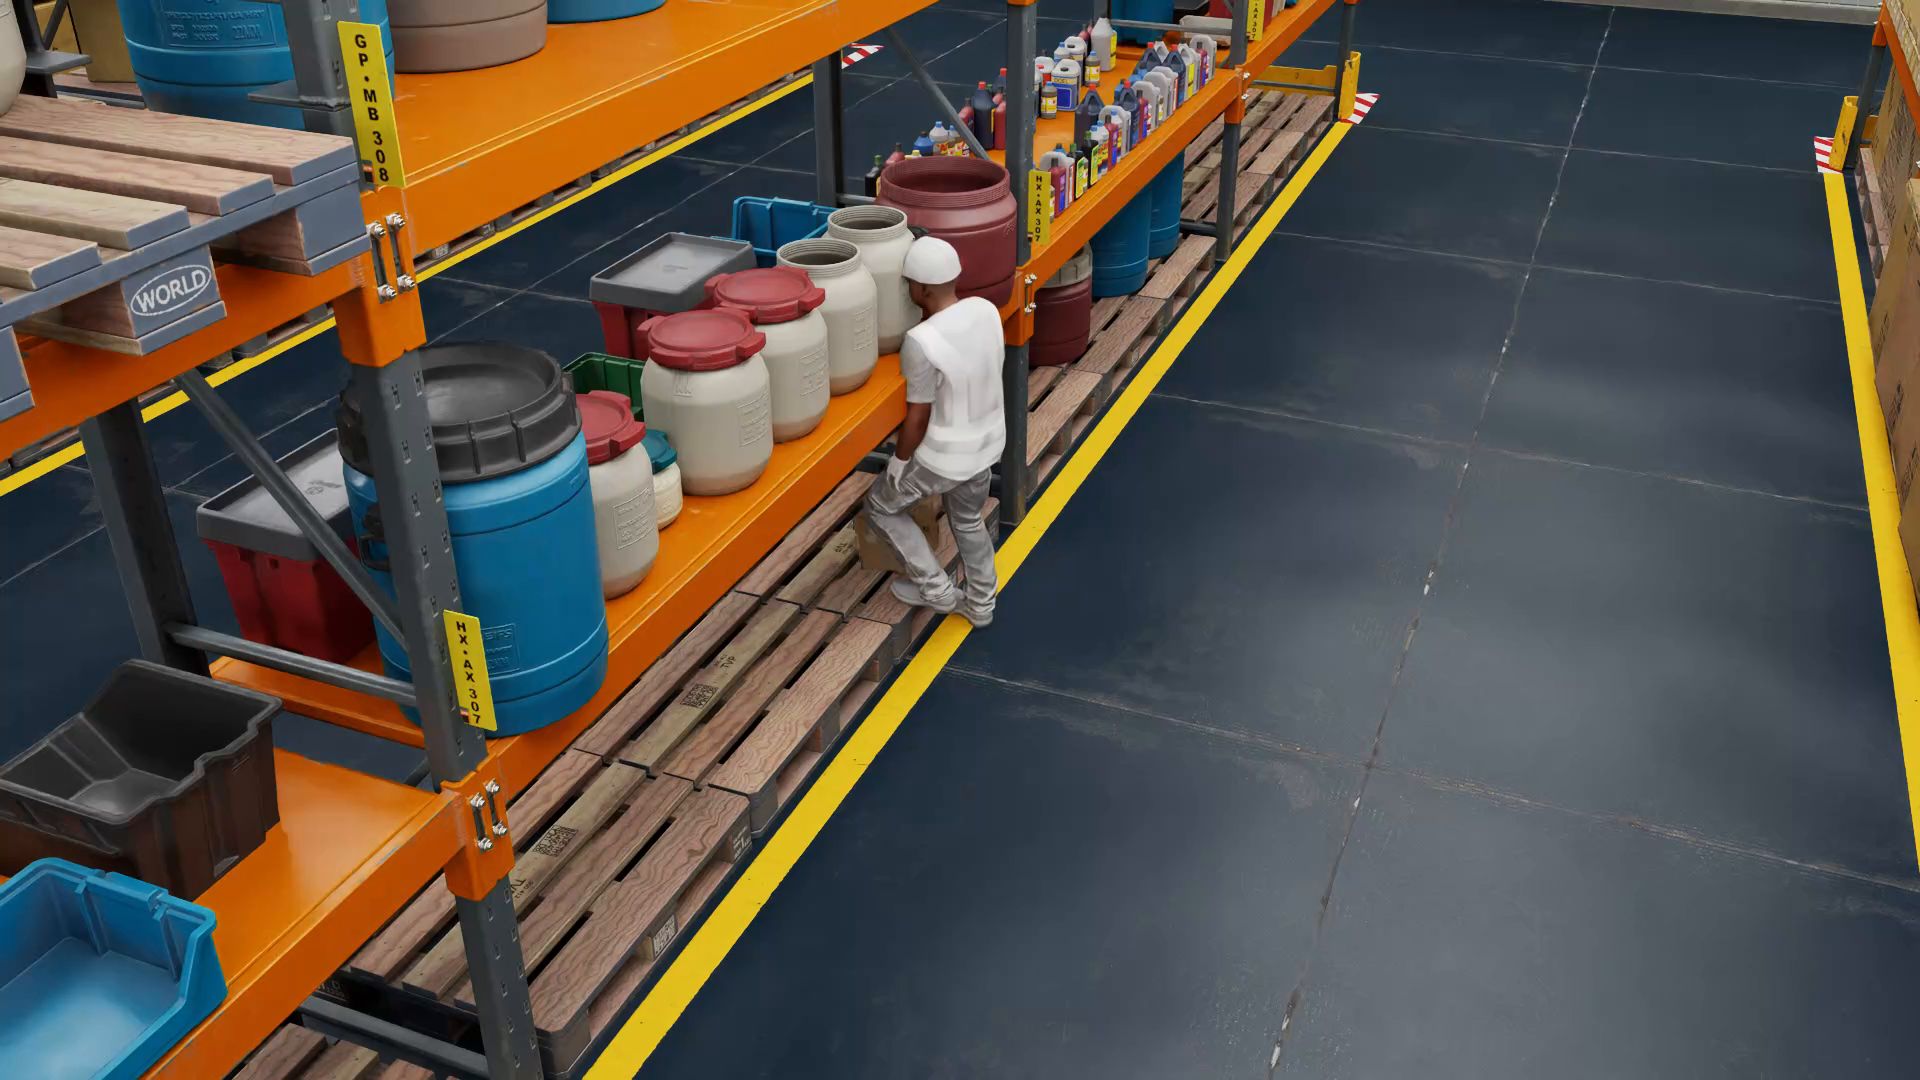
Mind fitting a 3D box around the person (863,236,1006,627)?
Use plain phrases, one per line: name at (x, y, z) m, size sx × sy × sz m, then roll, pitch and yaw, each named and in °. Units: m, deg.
person at (-0.090, -0.382, 6.792) m, size 0.520 × 1.777 × 0.581 m, roll 21°, pitch 35°, yaw 32°
